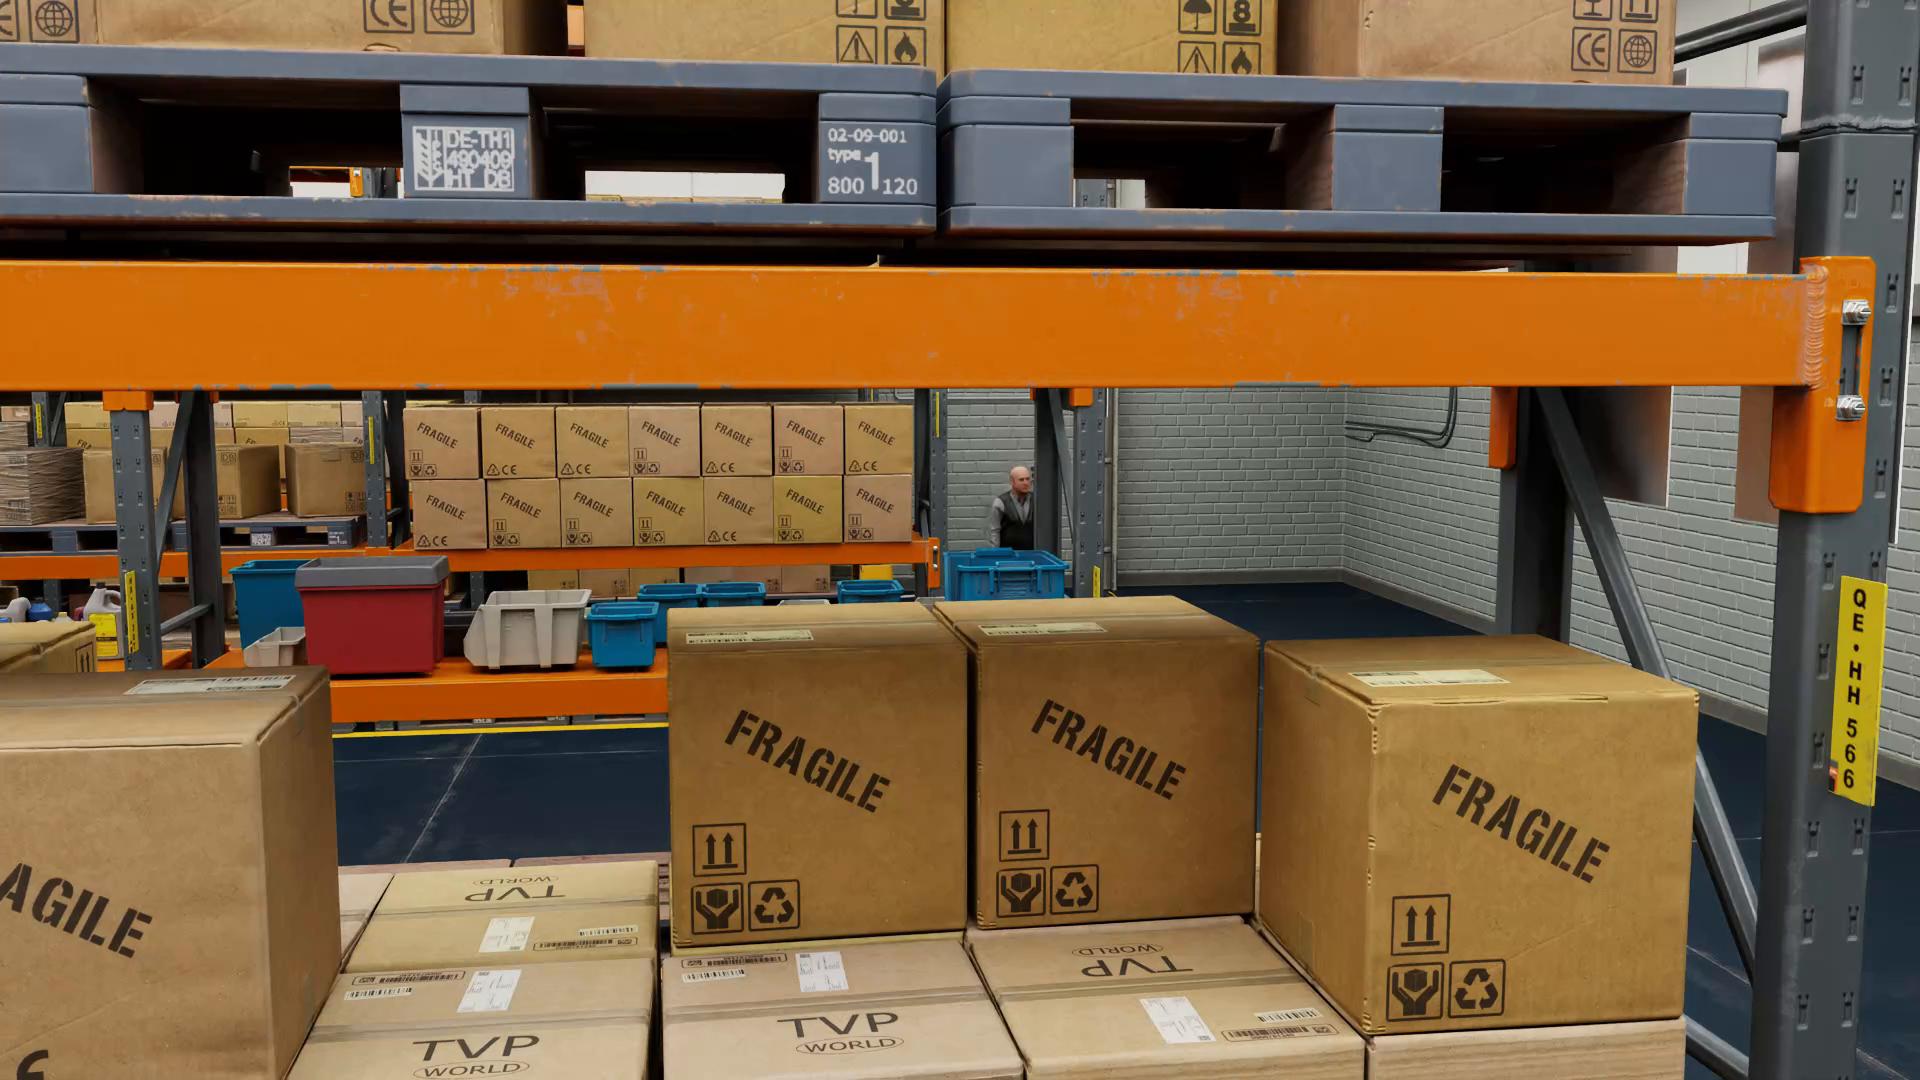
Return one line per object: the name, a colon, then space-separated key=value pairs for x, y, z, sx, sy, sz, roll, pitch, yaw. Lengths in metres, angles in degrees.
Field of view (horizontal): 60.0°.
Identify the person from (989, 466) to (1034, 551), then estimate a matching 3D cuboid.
person: x=0.525 y=0.179 z=14.693 sx=0.556 sy=1.667 sz=1.045 roll=-1 pitch=6 yaw=-6
